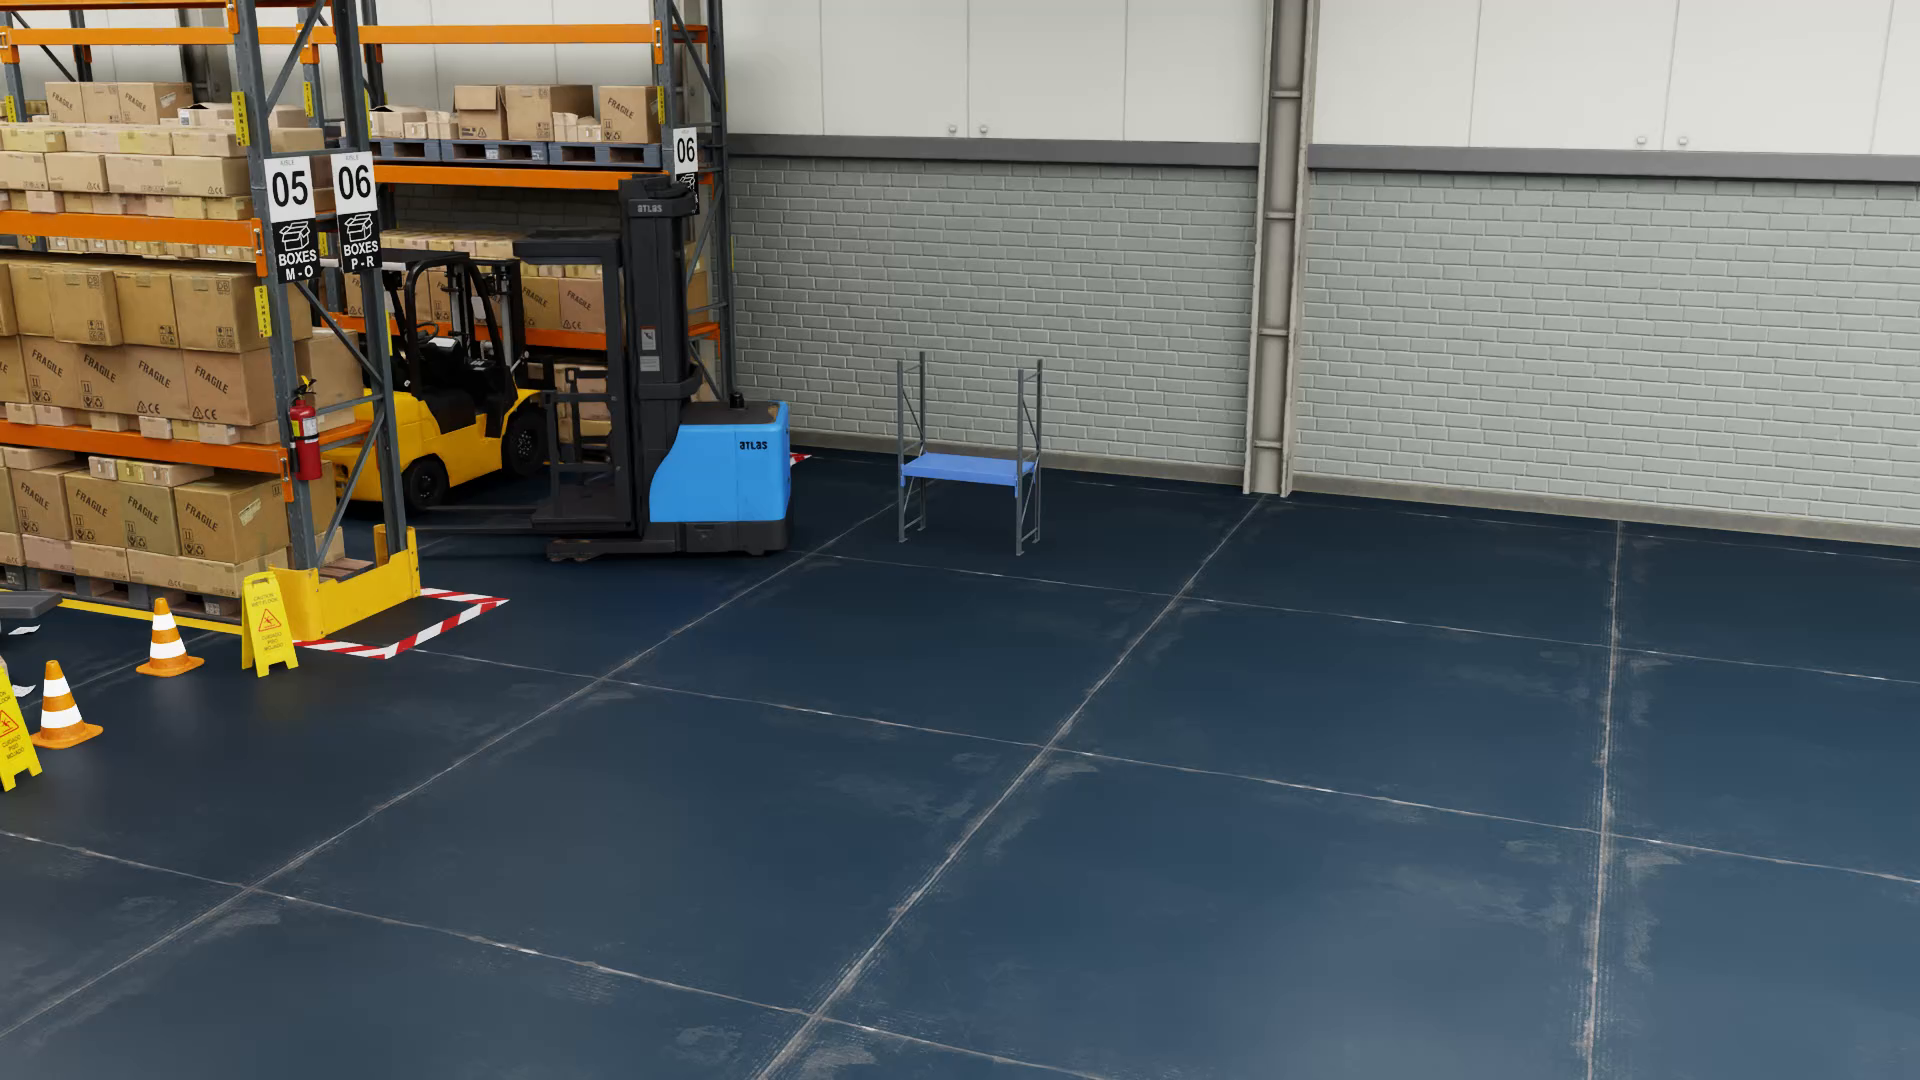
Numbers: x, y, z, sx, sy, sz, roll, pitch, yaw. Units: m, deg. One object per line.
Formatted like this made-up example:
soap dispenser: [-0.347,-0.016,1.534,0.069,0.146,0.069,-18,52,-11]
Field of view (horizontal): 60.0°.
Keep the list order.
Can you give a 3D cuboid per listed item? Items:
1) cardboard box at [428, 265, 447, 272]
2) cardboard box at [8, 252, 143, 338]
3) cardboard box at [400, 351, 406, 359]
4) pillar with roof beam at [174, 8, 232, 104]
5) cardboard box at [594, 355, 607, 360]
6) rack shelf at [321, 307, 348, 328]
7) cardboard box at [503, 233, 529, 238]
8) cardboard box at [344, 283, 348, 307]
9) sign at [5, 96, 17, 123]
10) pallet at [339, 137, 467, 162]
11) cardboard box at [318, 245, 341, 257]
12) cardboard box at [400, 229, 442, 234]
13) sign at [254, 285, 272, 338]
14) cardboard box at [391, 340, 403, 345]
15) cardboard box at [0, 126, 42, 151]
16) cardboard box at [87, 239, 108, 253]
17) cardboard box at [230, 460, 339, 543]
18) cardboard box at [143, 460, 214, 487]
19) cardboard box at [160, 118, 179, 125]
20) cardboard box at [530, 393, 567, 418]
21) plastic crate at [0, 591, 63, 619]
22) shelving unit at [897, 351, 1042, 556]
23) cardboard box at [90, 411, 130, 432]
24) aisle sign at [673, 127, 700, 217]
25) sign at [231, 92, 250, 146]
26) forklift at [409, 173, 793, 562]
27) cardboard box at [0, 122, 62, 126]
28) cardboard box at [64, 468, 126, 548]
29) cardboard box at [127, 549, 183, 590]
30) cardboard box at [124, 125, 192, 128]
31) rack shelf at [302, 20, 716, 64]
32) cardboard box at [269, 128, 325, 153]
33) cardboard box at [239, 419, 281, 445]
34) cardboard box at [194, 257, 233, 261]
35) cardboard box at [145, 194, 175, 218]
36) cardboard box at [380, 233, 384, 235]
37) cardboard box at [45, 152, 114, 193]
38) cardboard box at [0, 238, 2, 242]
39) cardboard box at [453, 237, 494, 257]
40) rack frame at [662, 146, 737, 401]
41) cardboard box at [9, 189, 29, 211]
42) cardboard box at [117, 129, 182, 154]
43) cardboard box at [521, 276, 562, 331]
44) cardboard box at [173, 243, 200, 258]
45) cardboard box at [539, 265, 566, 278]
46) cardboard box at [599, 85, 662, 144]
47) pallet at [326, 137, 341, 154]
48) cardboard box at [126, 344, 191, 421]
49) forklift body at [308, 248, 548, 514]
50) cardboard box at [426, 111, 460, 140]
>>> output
cardboard box: [-5.033,-2.745,16.405,0.250,0.149,0.380,6,17,20]
cardboard box: [-6.218,-1.739,11.778,0.500,0.500,0.700,6,17,20]
cardboard box: [-5.366,-1.779,16.806,0.500,0.250,0.500,6,17,21]
pillar with roof beam: [-9.930,-4.877,14.333,0.400,9.000,9.100,6,17,21]
cardboard box: [-3.296,-1.704,16.548,0.500,0.250,0.500,6,17,21]
rack shelf: [-8.033,-2.462,18.066,4.000,0.370,1.077,6,17,21]
cardboard box: [-4.361,-2.978,16.675,0.250,0.149,0.380,7,18,22]
cardboard box: [-6.535,-2.653,17.700,0.500,0.250,0.500,7,17,22]
sign: [-10.095,-4.561,17.696,0.005,0.325,0.100,6,17,21]
pallet: [-5.370,-3.921,16.577,1.213,0.211,1.003,6,17,21]
cardboard box: [-6.572,-2.940,17.078,0.250,0.149,0.380,7,18,23]
cardboard box: [-5.547,-3.115,17.147,0.250,0.149,0.380,6,17,19]
sign: [-4.492,-1.472,10.721,0.005,0.325,0.100,6,17,21]
cardboard box: [-5.644,-1.964,17.445,0.500,0.250,0.500,7,17,22]
cardboard box: [-6.586,-2.782,11.518,0.250,0.149,0.380,6,17,20]
cardboard box: [-9.208,-3.216,18.030,0.250,0.149,0.380,7,18,22]
cardboard box: [-4.941,-0.304,12.175,0.500,0.500,0.500,6,17,19]
cardboard box: [-5.477,-0.494,11.664,0.250,0.149,0.380,7,18,22]
cardboard box: [-8.025,-4.285,17.193,0.250,0.149,0.380,6,17,20]
cardboard box: [-3.970,-1.386,16.348,0.500,0.250,0.500,6,17,19]
plastic crate: [-6.831,0.460,11.946,0.583,0.080,0.402,0,16,1]
shelving unit: [0.079,-0.712,13.434,1.048,1.500,0.538,6,17,21]
cardboard box: [-5.911,-0.881,11.779,0.250,0.149,0.380,6,17,20]
aisle sign: [-2.498,-3.360,15.203,0.004,0.787,0.394,6,17,21]
sign: [-4.492,-2.630,10.385,0.005,0.325,0.100,6,17,21]
forklift: [-2.905,-1.387,13.195,3.031,2.935,1.130,-1,16,-2]
cardboard box: [-6.847,-2.993,12.245,0.250,0.149,0.380,7,18,22]
cardboard box: [-6.064,-0.268,12.050,0.500,0.500,0.500,6,17,19]
cardboard box: [-5.599,0.145,11.974,0.500,0.250,0.500,6,17,21]
cardboard box: [-5.660,-2.855,11.768,0.250,0.149,0.380,7,18,22]
rack shelf: [-4.312,-4.742,15.875,4.000,0.370,1.077,6,17,21]
cardboard box: [-4.525,-2.698,11.228,0.250,0.149,0.380,6,17,20]
cardboard box: [-4.696,-0.768,11.391,0.250,0.149,0.380,7,18,22]
cardboard box: [-7.678,-2.860,17.517,0.500,0.250,0.500,7,17,22]
cardboard box: [-5.182,-2.243,11.090,0.250,0.149,0.380,7,18,22]
cardboard box: [-5.985,-2.996,16.737,0.250,0.149,0.380,7,17,22]
cardboard box: [-5.796,-2.504,11.273,0.500,0.250,0.500,7,18,22]
cardboard box: [-11.480,-3.383,19.007,0.637,0.503,0.797,6,17,19]
cardboard box: [-4.758,-2.885,16.354,0.250,0.149,0.380,6,17,20]
rack frame: [-2.452,-2.194,15.851,0.127,3.000,1.000,6,17,21]
cardboard box: [-6.354,-2.382,11.568,0.250,0.149,0.380,6,17,21]
cardboard box: [-5.380,-2.664,11.111,0.250,0.149,0.380,6,17,21]
cardboard box: [-3.962,-2.332,16.147,0.500,0.500,0.500,6,17,20]
cardboard box: [-8.047,-3.070,17.526,0.250,0.149,0.380,6,17,19]
cardboard box: [-3.837,-2.621,15.978,0.250,0.149,0.380,6,17,19]
cardboard box: [-2.953,-3.914,15.285,0.500,0.500,0.500,7,18,22]
pallet: [-6.998,-4.039,17.168,1.217,0.209,0.805,6,17,18]
cardboard box: [-5.340,-1.134,11.486,0.500,0.500,0.500,6,17,21]
forklift body: [-4.885,-1.507,15.008,1.214,2.155,2.313,6,17,21]
cardboard box: [-4.904,-3.998,15.994,0.258,0.266,0.396,6,17,19]
